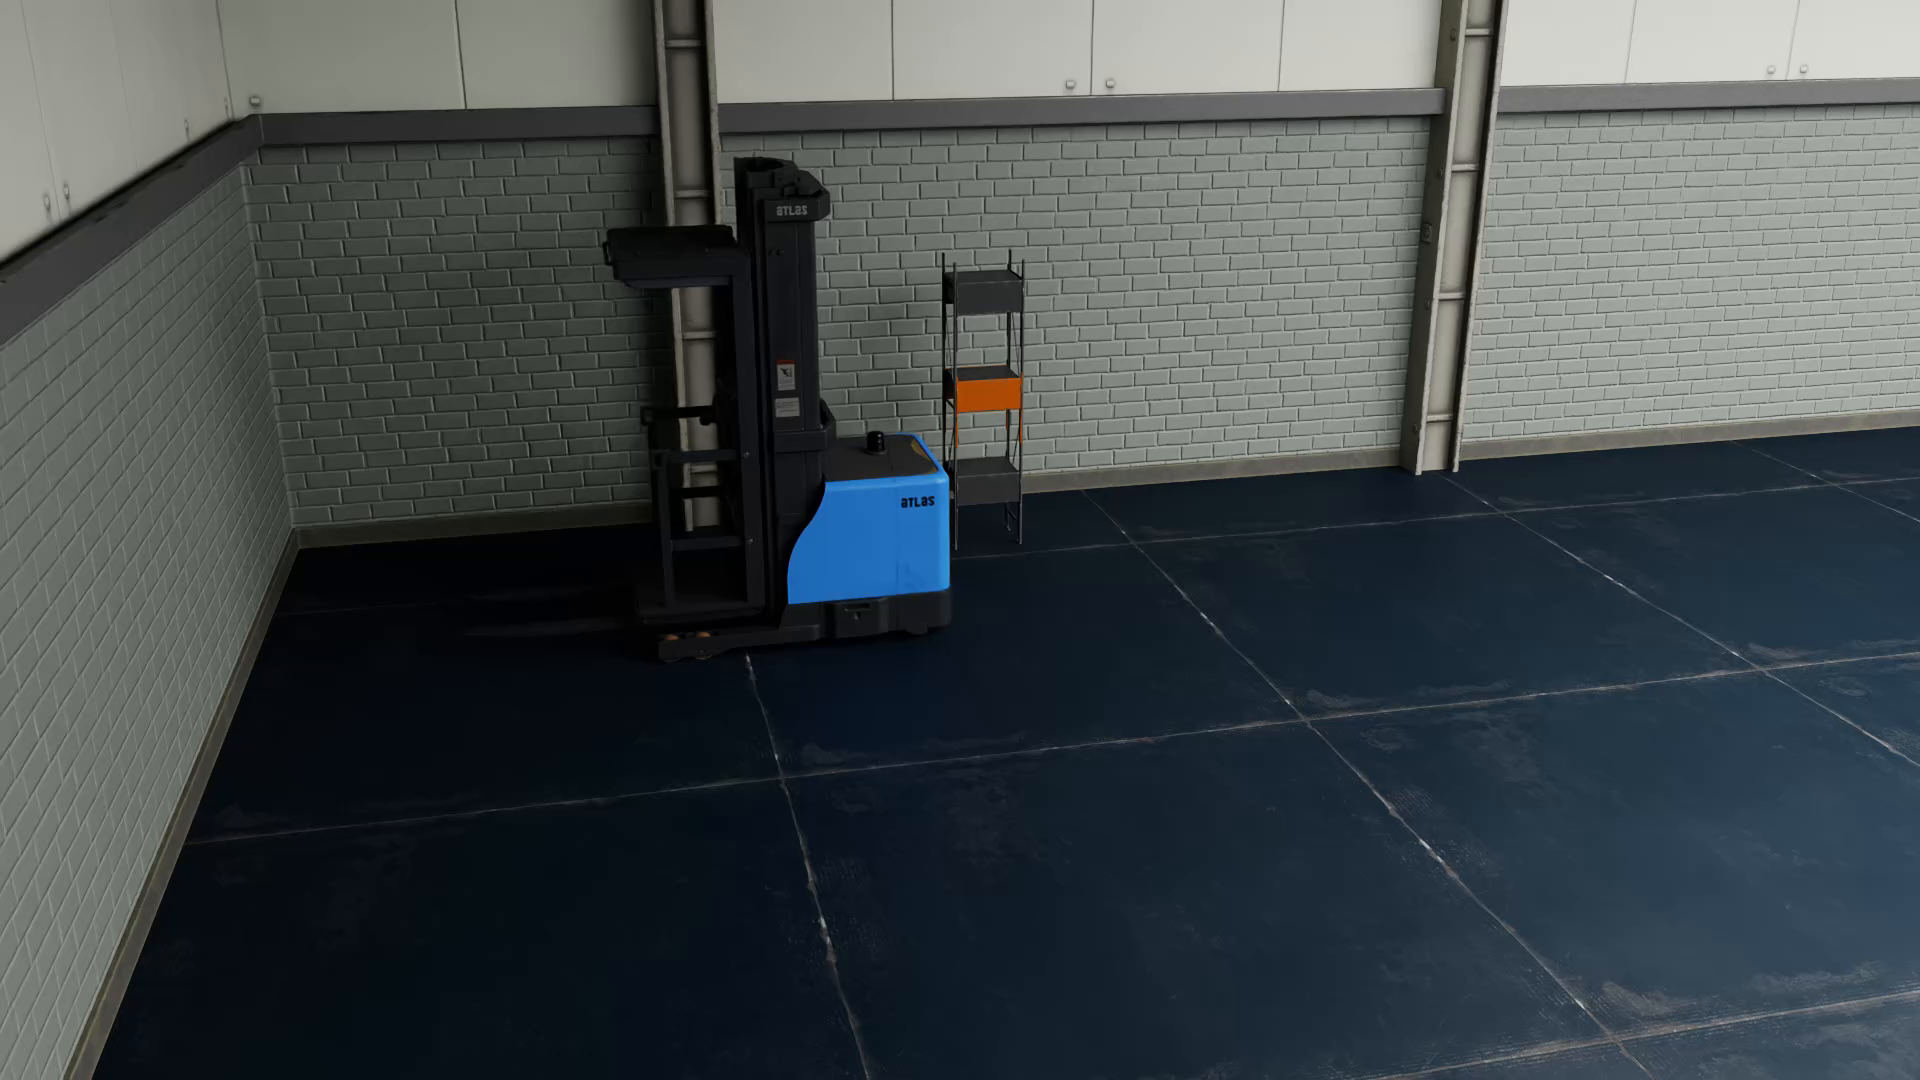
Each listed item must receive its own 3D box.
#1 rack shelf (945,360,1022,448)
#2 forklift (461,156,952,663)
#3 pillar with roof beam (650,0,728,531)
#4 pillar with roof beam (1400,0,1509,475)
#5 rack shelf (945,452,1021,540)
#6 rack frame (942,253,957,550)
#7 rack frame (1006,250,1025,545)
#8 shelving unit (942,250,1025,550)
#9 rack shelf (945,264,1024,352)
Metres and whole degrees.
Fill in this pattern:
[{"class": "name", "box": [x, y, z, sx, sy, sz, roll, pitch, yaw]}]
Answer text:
[{"class": "rack shelf", "box": [0.161, -0.986, 11.994, 0.480, 0.518, 0.431, -5, 21, -12]}, {"class": "forklift", "box": [-1.626, -0.819, 10.290, 3.031, 2.935, 1.130, -5, 21, -12]}, {"class": "pillar with roof beam", "box": [-0.916, -2.917, 7.195, 0.400, 9.000, 9.100, -5, 21, -12]}, {"class": "pillar with roof beam", "box": [4.923, -3.392, 8.491, 0.400, 9.000, 9.100, -5, 21, -12]}, {"class": "rack shelf", "box": [0.161, -0.329, 12.235, 0.480, 0.518, 0.431, -5, 21, -12]}, {"class": "rack frame", "box": [-0.076, -0.980, 11.936, 0.015, 2.100, 0.400, -5, 21, -12]}, {"class": "rack frame", "box": [0.399, -1.018, 12.042, 0.015, 2.100, 0.400, -5, 21, -12]}, {"class": "shelving unit", "box": [0.161, -0.999, 11.989, 0.503, 2.100, 0.431, -5, 21, -12]}, {"class": "rack shelf", "box": [0.161, -1.644, 11.753, 0.480, 0.518, 0.431, -5, 21, -12]}]
